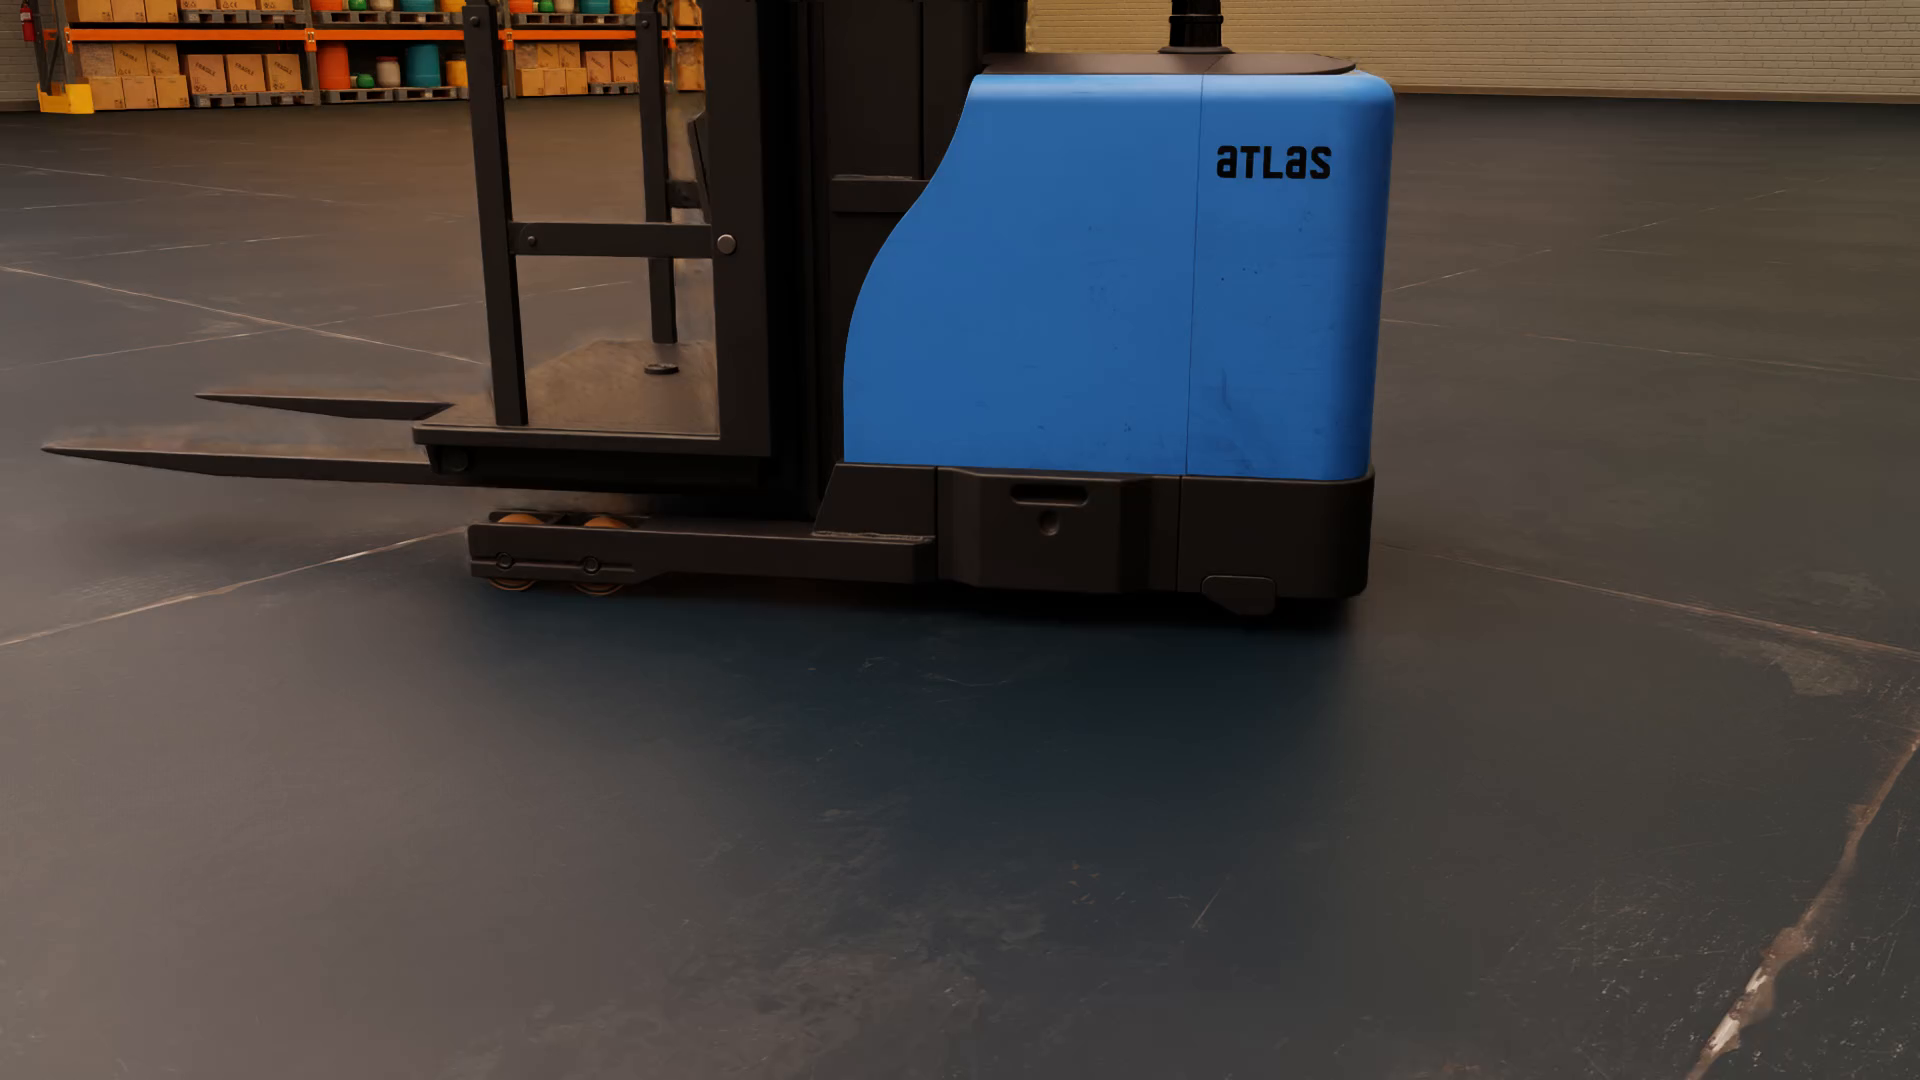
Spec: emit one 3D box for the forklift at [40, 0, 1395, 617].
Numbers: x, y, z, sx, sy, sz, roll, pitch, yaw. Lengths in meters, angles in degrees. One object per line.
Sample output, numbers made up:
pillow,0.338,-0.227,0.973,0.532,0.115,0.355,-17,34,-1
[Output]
forklift,-0.603,-1.430,3.608,3.031,2.935,1.130,3,17,9
